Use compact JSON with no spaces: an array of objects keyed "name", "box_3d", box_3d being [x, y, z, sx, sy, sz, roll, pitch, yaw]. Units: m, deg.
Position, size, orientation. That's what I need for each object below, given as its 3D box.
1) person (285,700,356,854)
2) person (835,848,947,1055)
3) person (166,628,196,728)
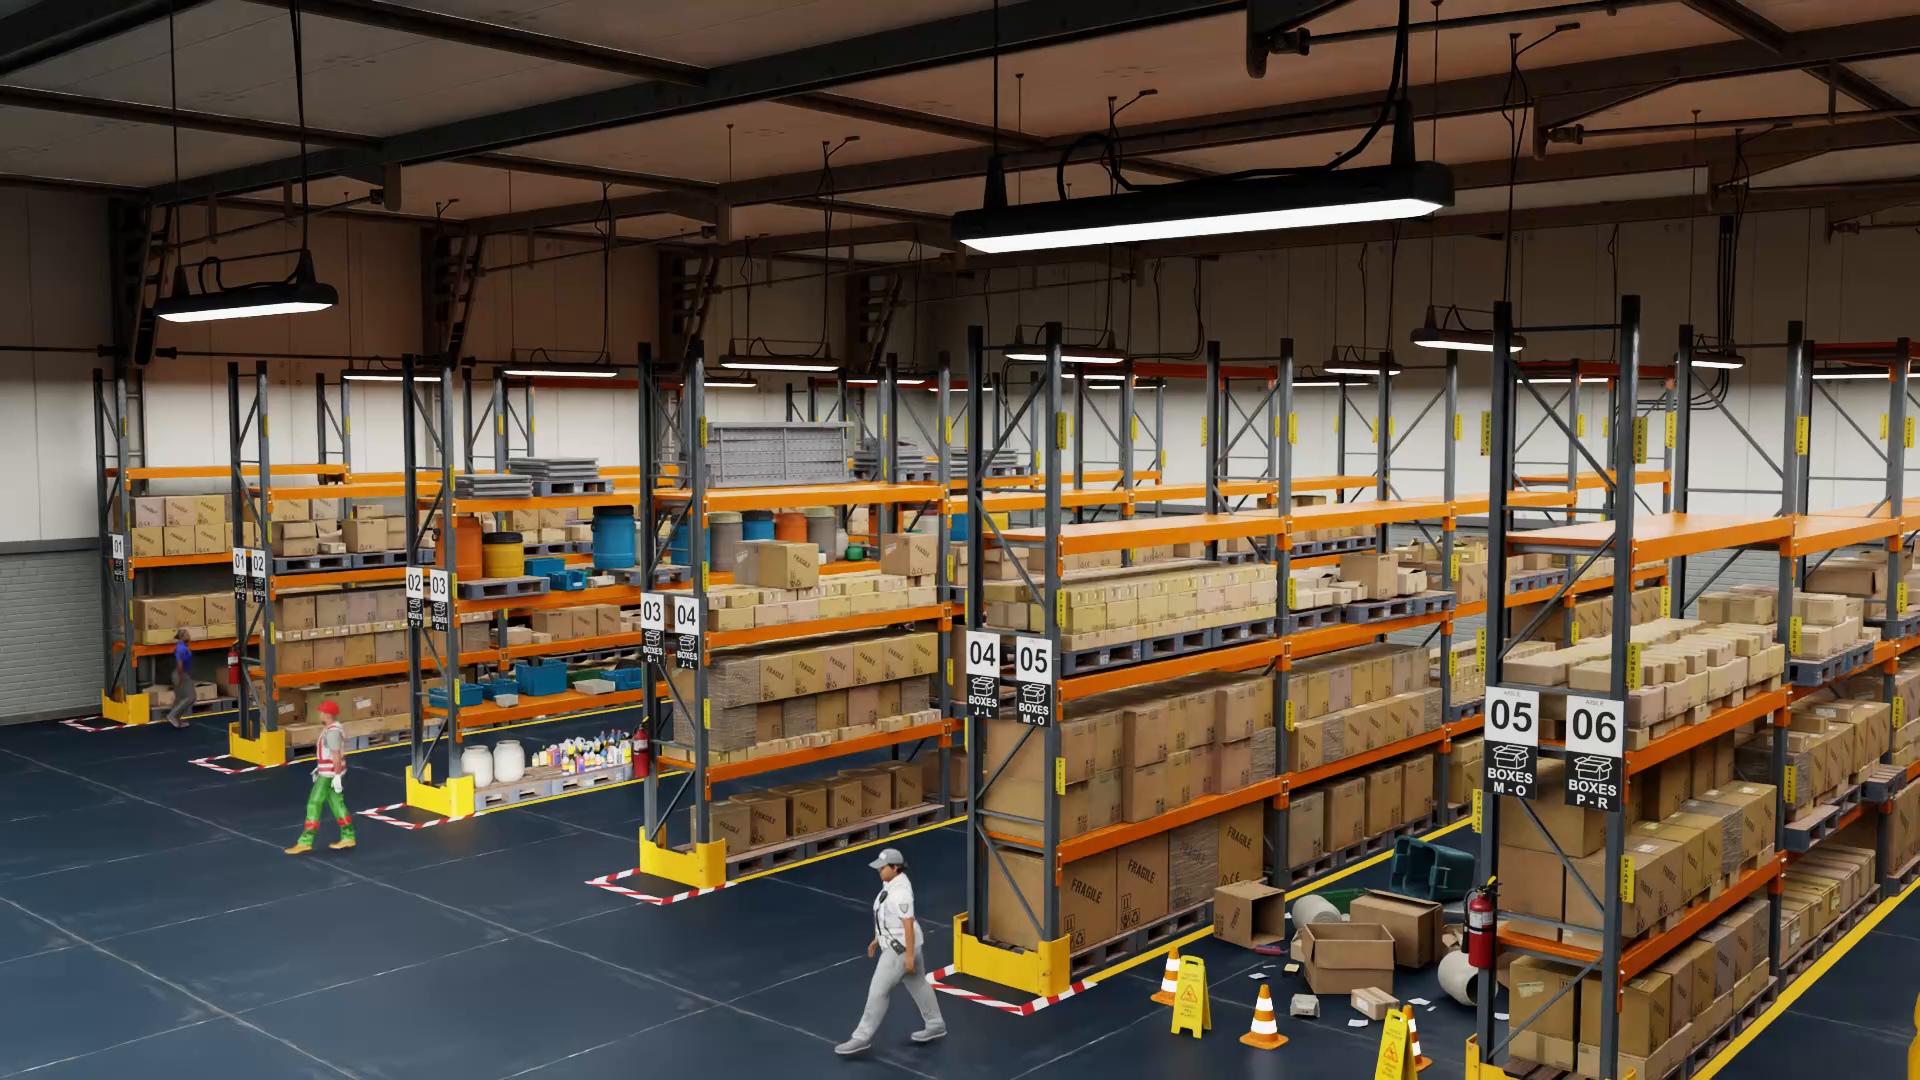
[{"name":"person","box_3d":[-7.627,2.804,19.821,0.751,1.778,0.597,-1,4,-12]},{"name":"person","box_3d":[-0.564,3.330,13.611,0.921,1.617,0.530,0,4,-3]},{"name":"person","box_3d":[-12.983,2.300,27.661,0.467,1.641,0.547,-2,5,-30]}]
